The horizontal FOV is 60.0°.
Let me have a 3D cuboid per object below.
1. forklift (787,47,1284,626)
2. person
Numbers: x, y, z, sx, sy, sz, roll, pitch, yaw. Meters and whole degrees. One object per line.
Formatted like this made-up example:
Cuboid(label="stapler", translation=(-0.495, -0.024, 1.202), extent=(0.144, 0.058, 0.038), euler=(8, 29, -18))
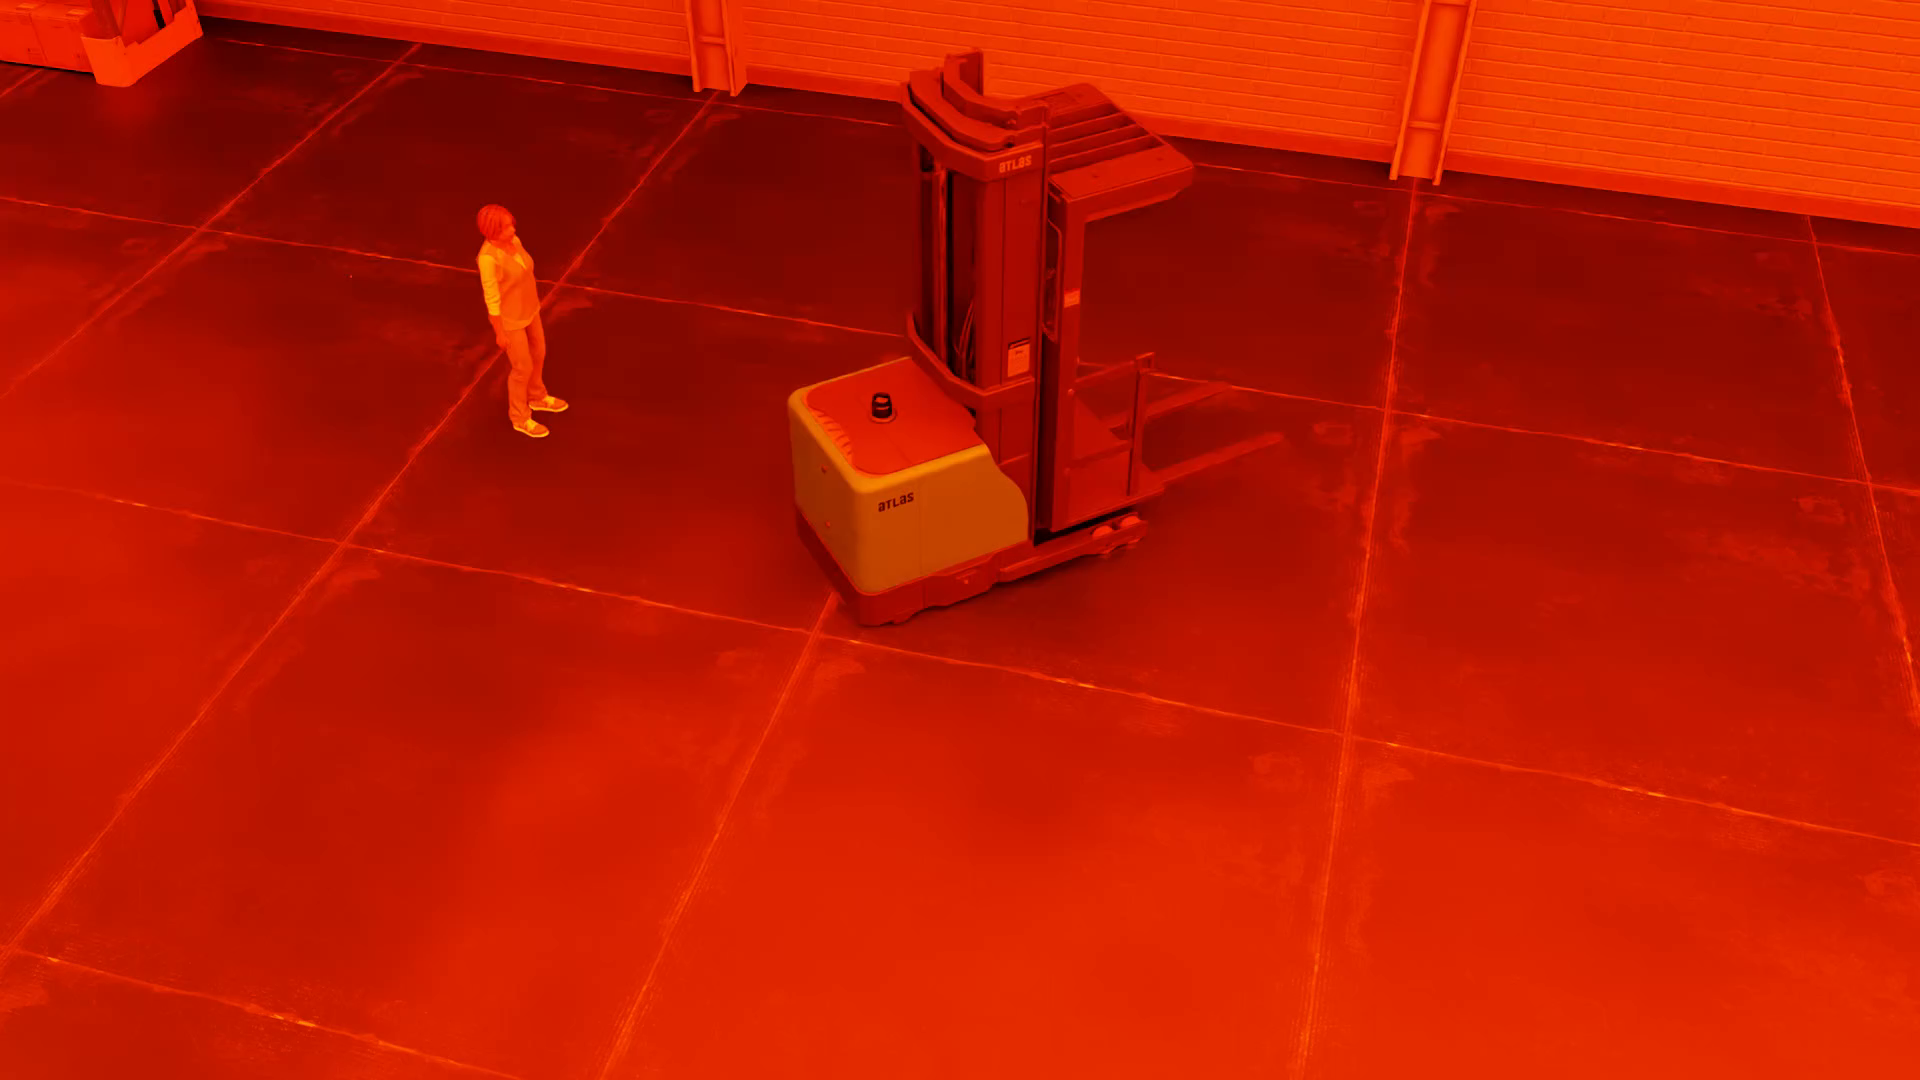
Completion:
Cuboid(label="forklift", translation=(0.553, -1.310, 9.356), extent=(3.031, 2.935, 1.130), euler=(-19, 45, -21))
Cuboid(label="person", translation=(-2.788, -1.404, 10.475), extent=(0.317, 1.599, 0.465), euler=(8, 42, 9))
